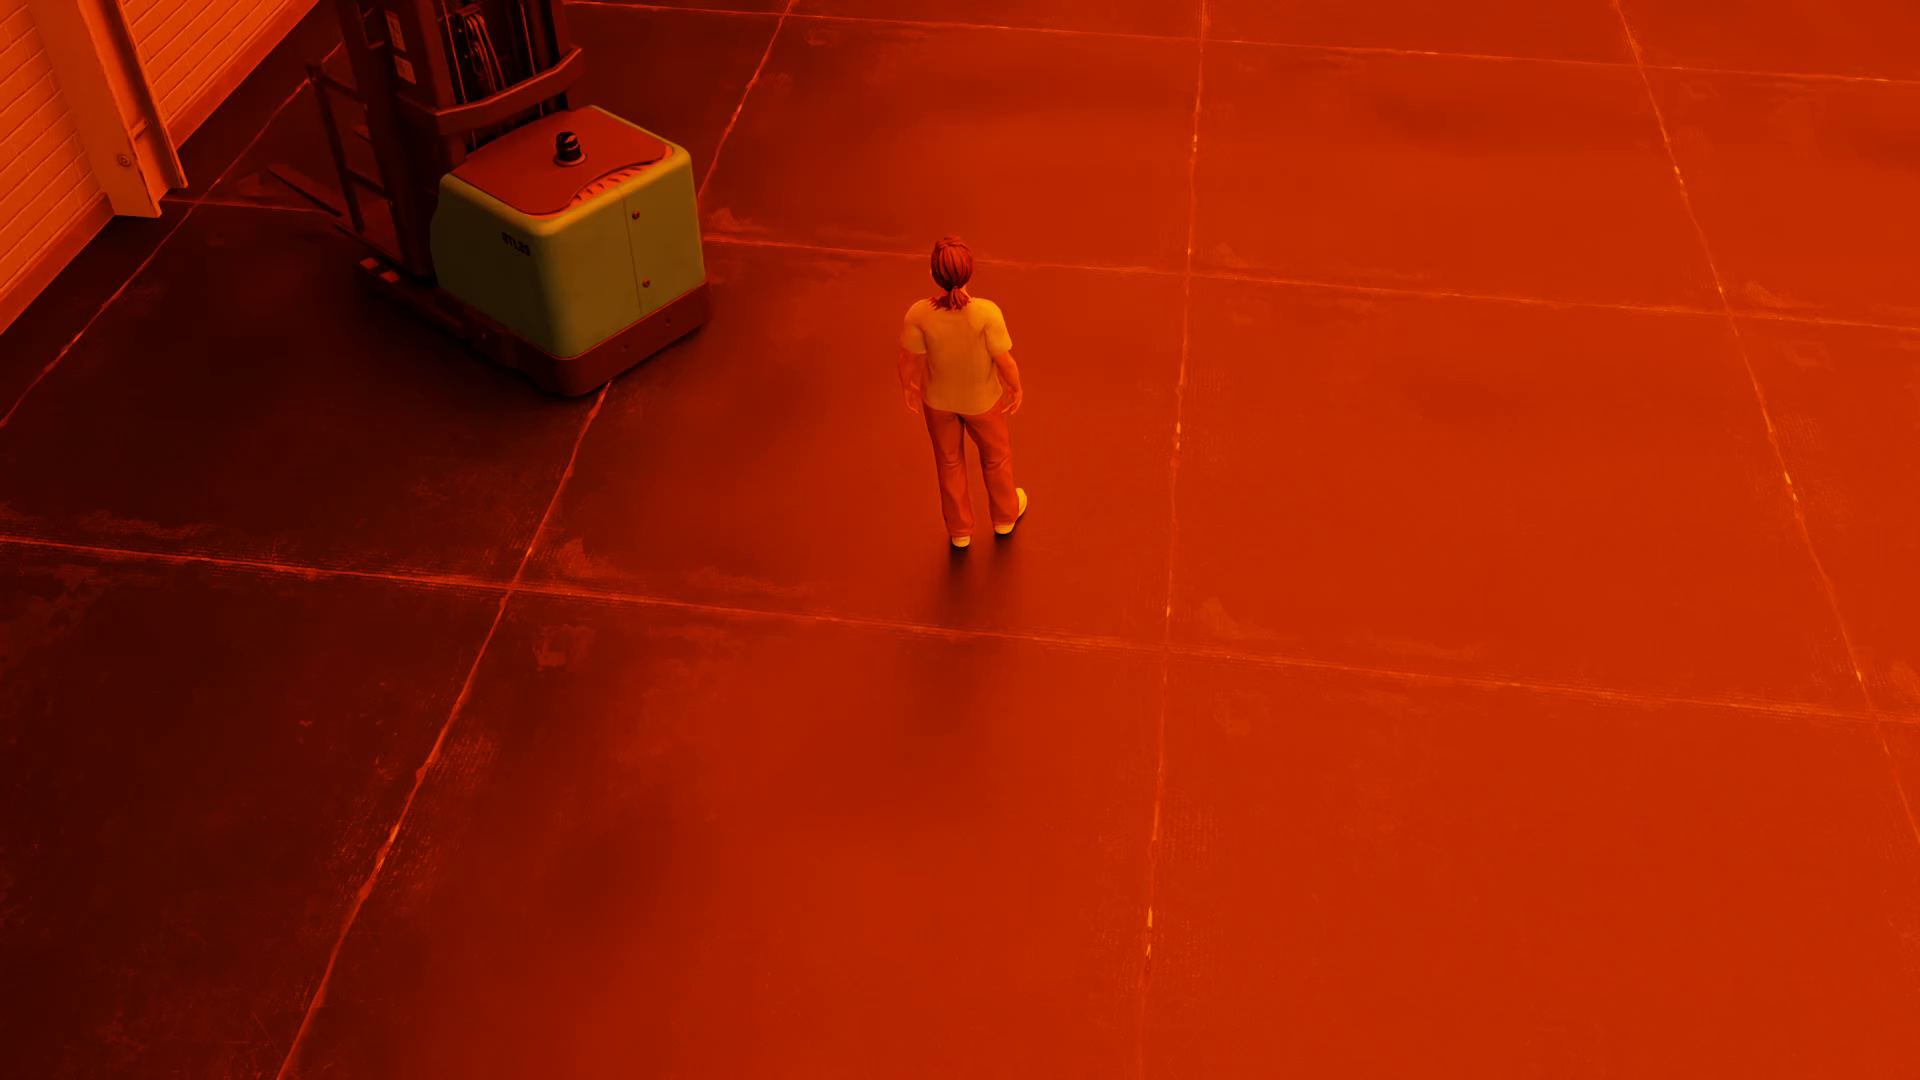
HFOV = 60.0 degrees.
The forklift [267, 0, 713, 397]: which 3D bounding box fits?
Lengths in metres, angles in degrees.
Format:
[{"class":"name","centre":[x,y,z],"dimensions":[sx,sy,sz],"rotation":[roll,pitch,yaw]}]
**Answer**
[{"class":"forklift","centre":[-2.806,-2.670,8.630],"dimensions":[3.031,2.935,1.130],"rotation":[30,50,29]}]

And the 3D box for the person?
[{"class":"person","centre":[0.005,-0.655,7.306],"dimensions":[0.535,1.609,0.427],"rotation":[5,43,6]}]
